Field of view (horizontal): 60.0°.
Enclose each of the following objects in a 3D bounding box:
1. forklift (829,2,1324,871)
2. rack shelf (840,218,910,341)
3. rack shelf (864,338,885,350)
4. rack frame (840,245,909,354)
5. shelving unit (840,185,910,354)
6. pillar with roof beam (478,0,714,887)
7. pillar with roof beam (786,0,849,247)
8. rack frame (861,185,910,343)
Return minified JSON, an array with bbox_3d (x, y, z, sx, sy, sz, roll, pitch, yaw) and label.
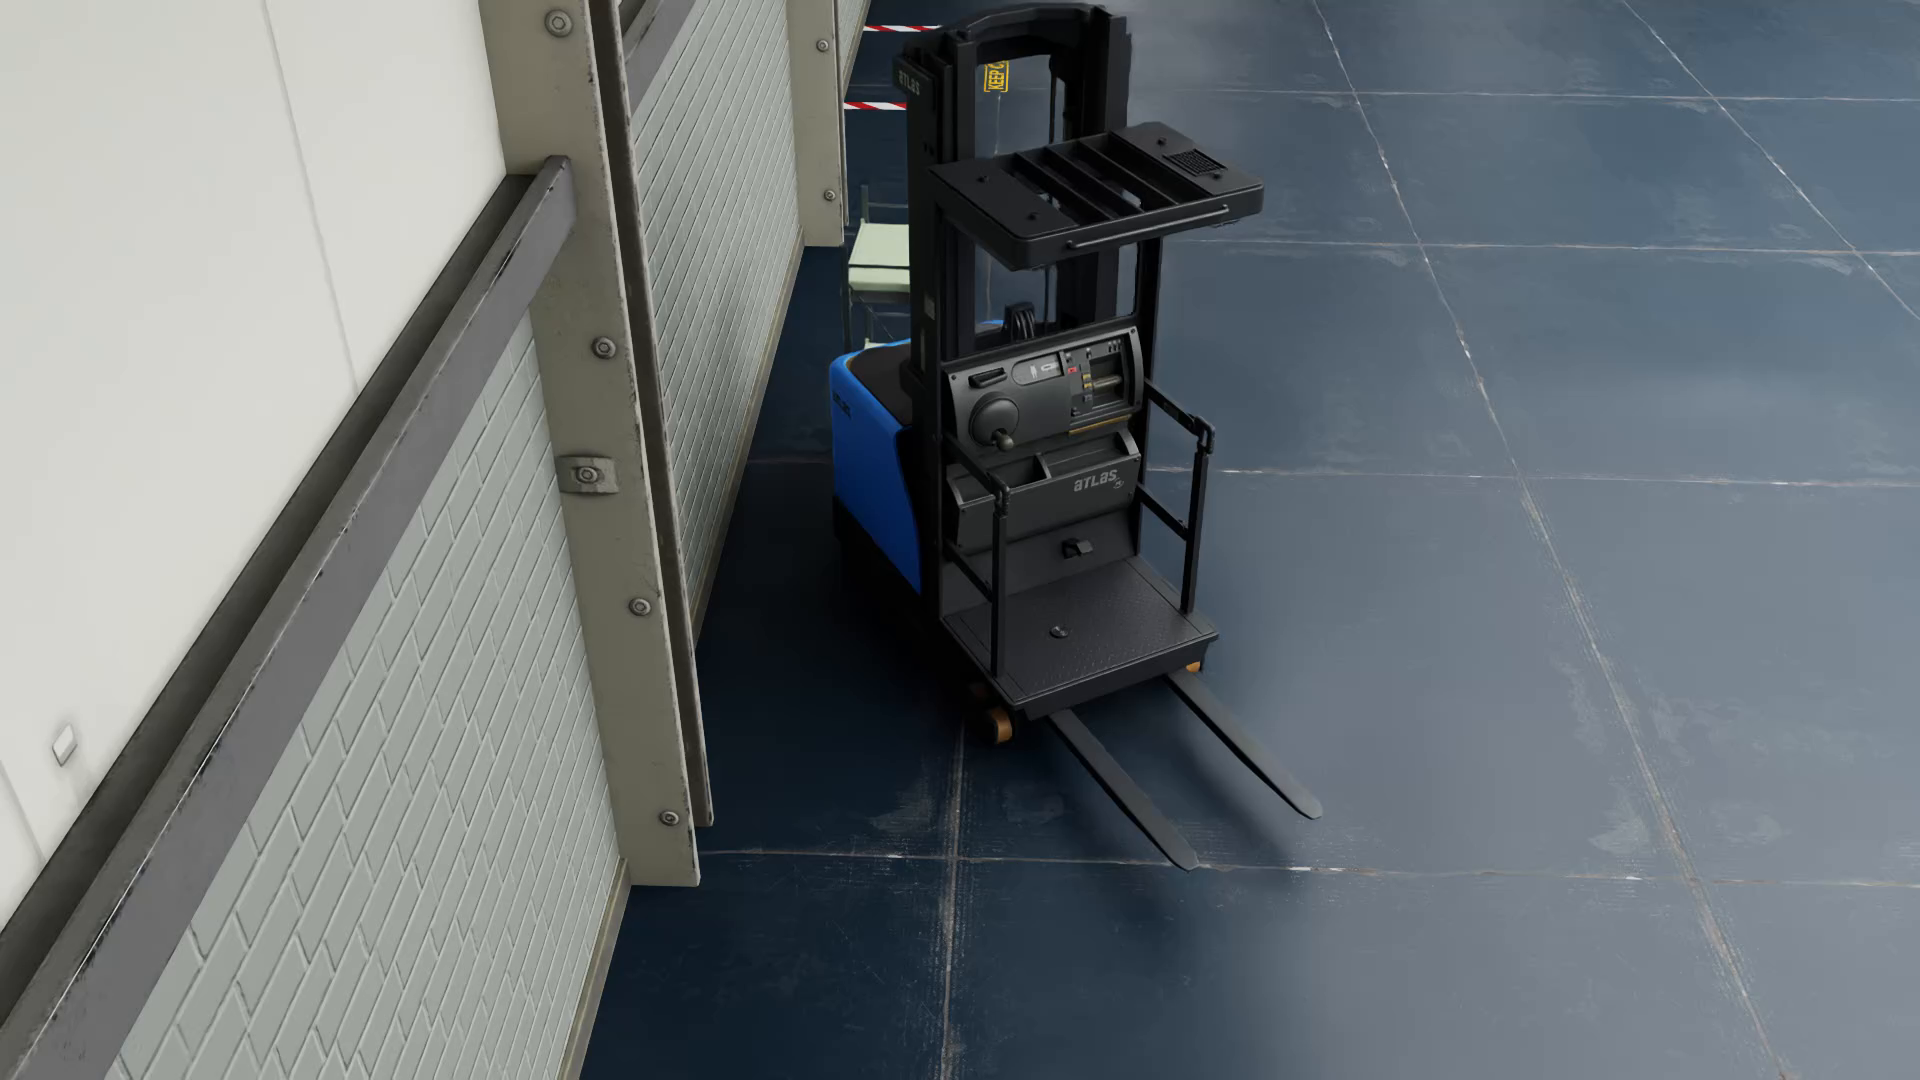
[{"bbox_3d":[0.476,-0.588,6.983,1.130,2.935,3.031,-17,38,-22],"label":"forklift"},{"bbox_3d":[-0.354,-1.344,8.625,0.431,0.370,0.720,3,35,4],"label":"rack shelf"},{"bbox_3d":[-0.354,-0.758,9.036,0.431,0.370,0.720,3,35,4],"label":"rack shelf"},{"bbox_3d":[-0.387,-0.815,8.551,0.400,1.500,0.023,3,35,4],"label":"rack frame"},{"bbox_3d":[-0.354,-1.024,8.849,0.431,1.500,0.755,3,35,4],"label":"shelving unit"},{"bbox_3d":[3.099,-2.302,4.145,9.100,9.000,0.400,1,35,2],"label":"pillar with roof beam"},{"bbox_3d":[3.340,-5.749,9.050,9.100,9.000,0.400,1,35,2],"label":"pillar with roof beam"},{"bbox_3d":[-0.322,-1.234,9.147,0.400,1.500,0.023,3,35,4],"label":"rack frame"}]
